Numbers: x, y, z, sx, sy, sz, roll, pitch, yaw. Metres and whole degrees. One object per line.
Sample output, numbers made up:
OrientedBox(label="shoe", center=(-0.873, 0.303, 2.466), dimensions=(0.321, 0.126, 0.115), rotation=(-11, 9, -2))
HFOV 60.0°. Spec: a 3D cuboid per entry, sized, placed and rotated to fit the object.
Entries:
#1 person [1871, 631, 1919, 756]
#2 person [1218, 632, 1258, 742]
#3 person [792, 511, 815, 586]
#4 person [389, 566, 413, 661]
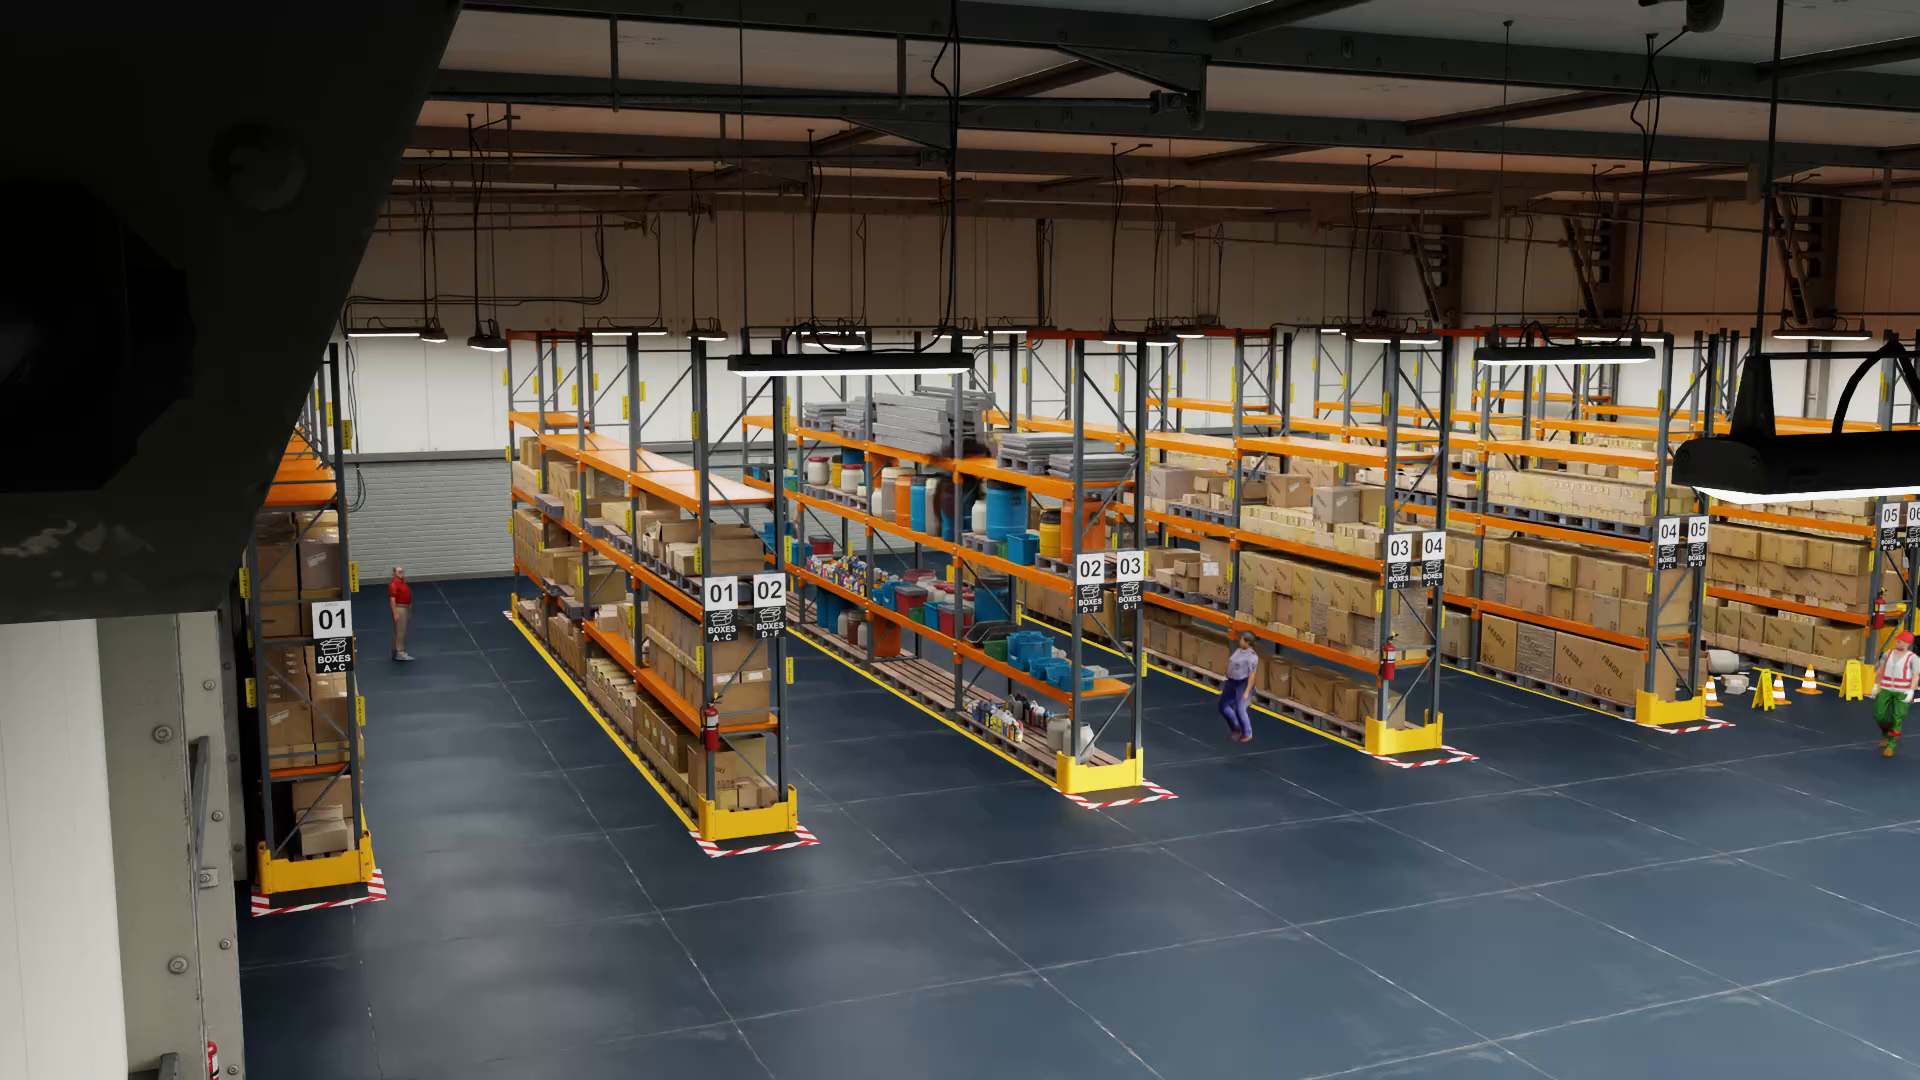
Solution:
OrientedBox(label="person", center=(13.431, 2.200, 23.943), dimensions=(0.615, 1.775, 0.621), rotation=(7, 10, 40))
OrientedBox(label="person", center=(3.971, 2.117, 23.734), dimensions=(0.498, 1.641, 0.583), rotation=(-6, 10, -36))
OrientedBox(label="person", center=(-3.820, 0.201, 38.723), dimensions=(0.648, 1.735, 1.131), rotation=(-6, 10, -37))
OrientedBox(label="person", center=(-10.250, 1.327, 30.499), dimensions=(0.405, 1.728, 0.555), rotation=(-1, 8, -9))
